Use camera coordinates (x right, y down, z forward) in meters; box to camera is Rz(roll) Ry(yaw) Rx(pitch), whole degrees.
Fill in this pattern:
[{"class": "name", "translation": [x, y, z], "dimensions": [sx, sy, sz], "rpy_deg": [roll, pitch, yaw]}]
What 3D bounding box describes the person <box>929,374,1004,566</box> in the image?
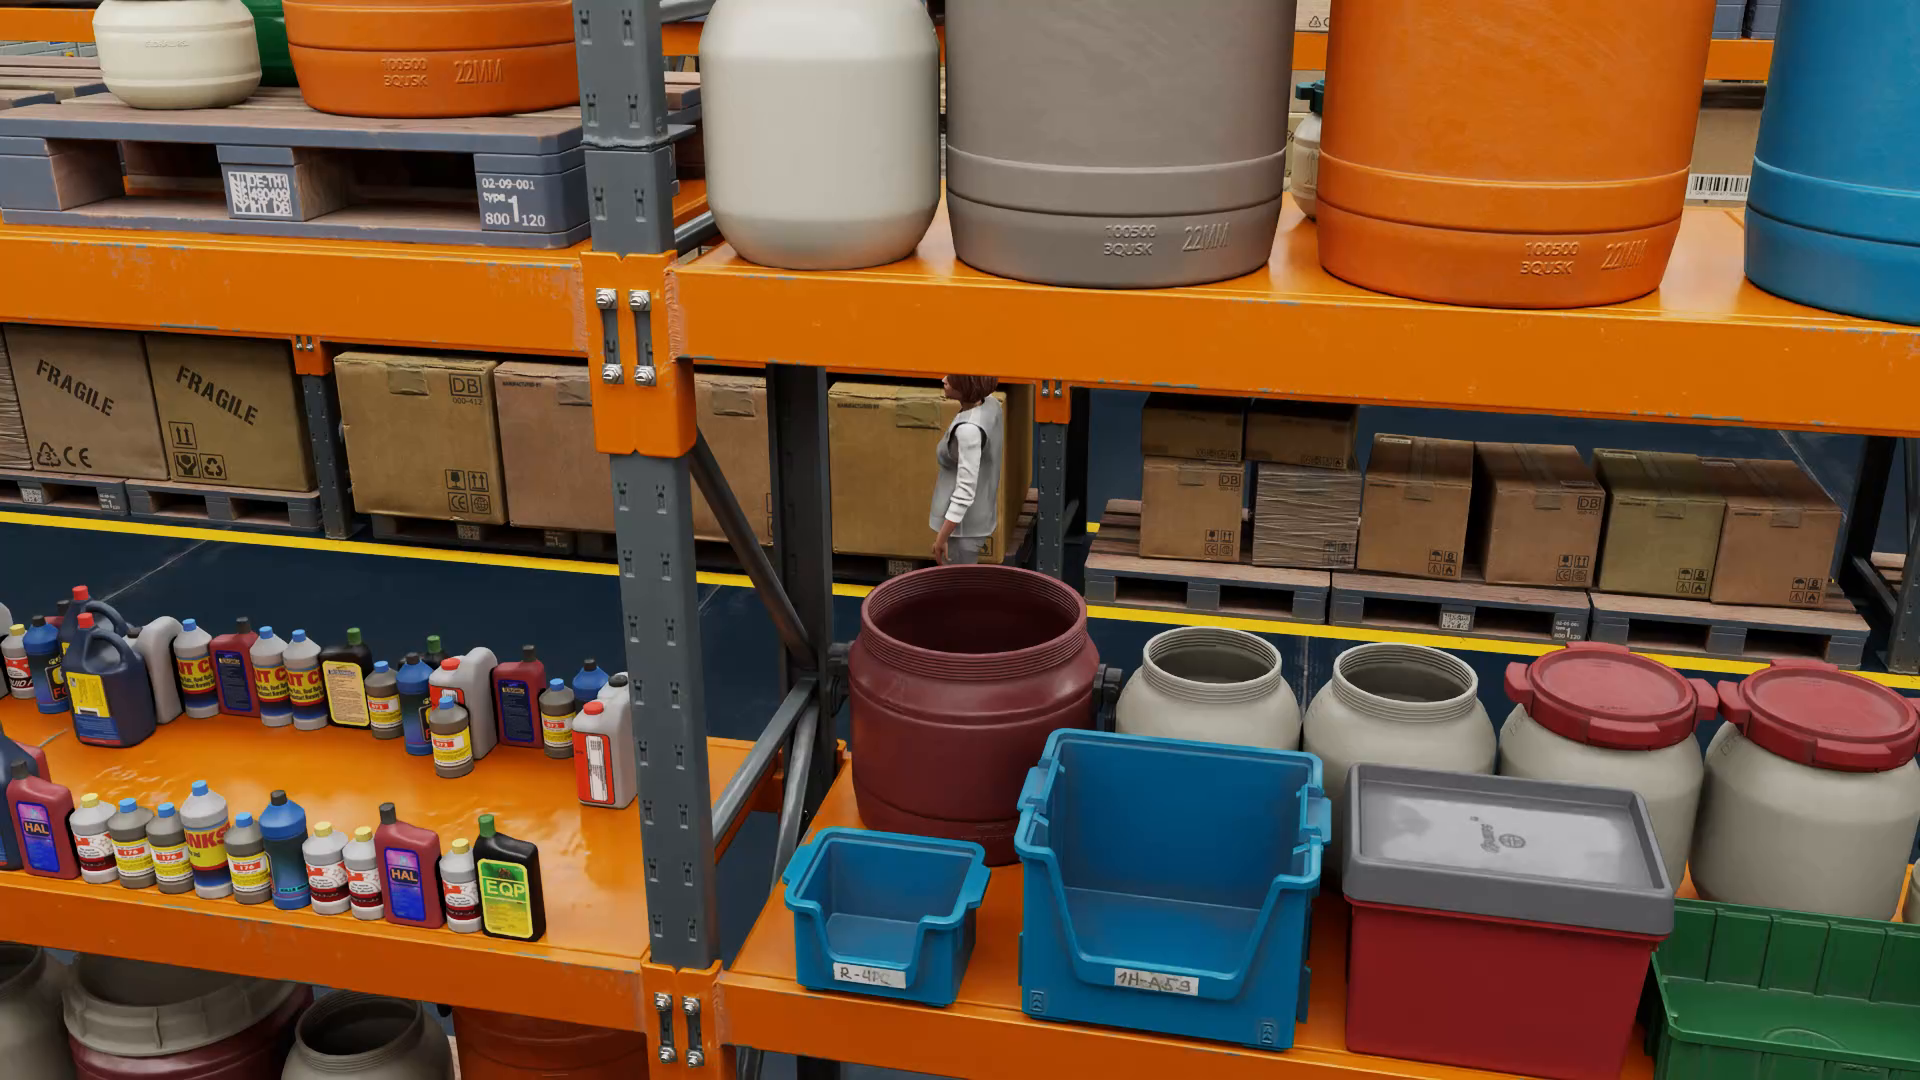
[{"class": "person", "translation": [-0.057, -0.072, 7.254], "dimensions": [0.475, 1.597, 0.520], "rpy_deg": [4, 22, 11]}]
